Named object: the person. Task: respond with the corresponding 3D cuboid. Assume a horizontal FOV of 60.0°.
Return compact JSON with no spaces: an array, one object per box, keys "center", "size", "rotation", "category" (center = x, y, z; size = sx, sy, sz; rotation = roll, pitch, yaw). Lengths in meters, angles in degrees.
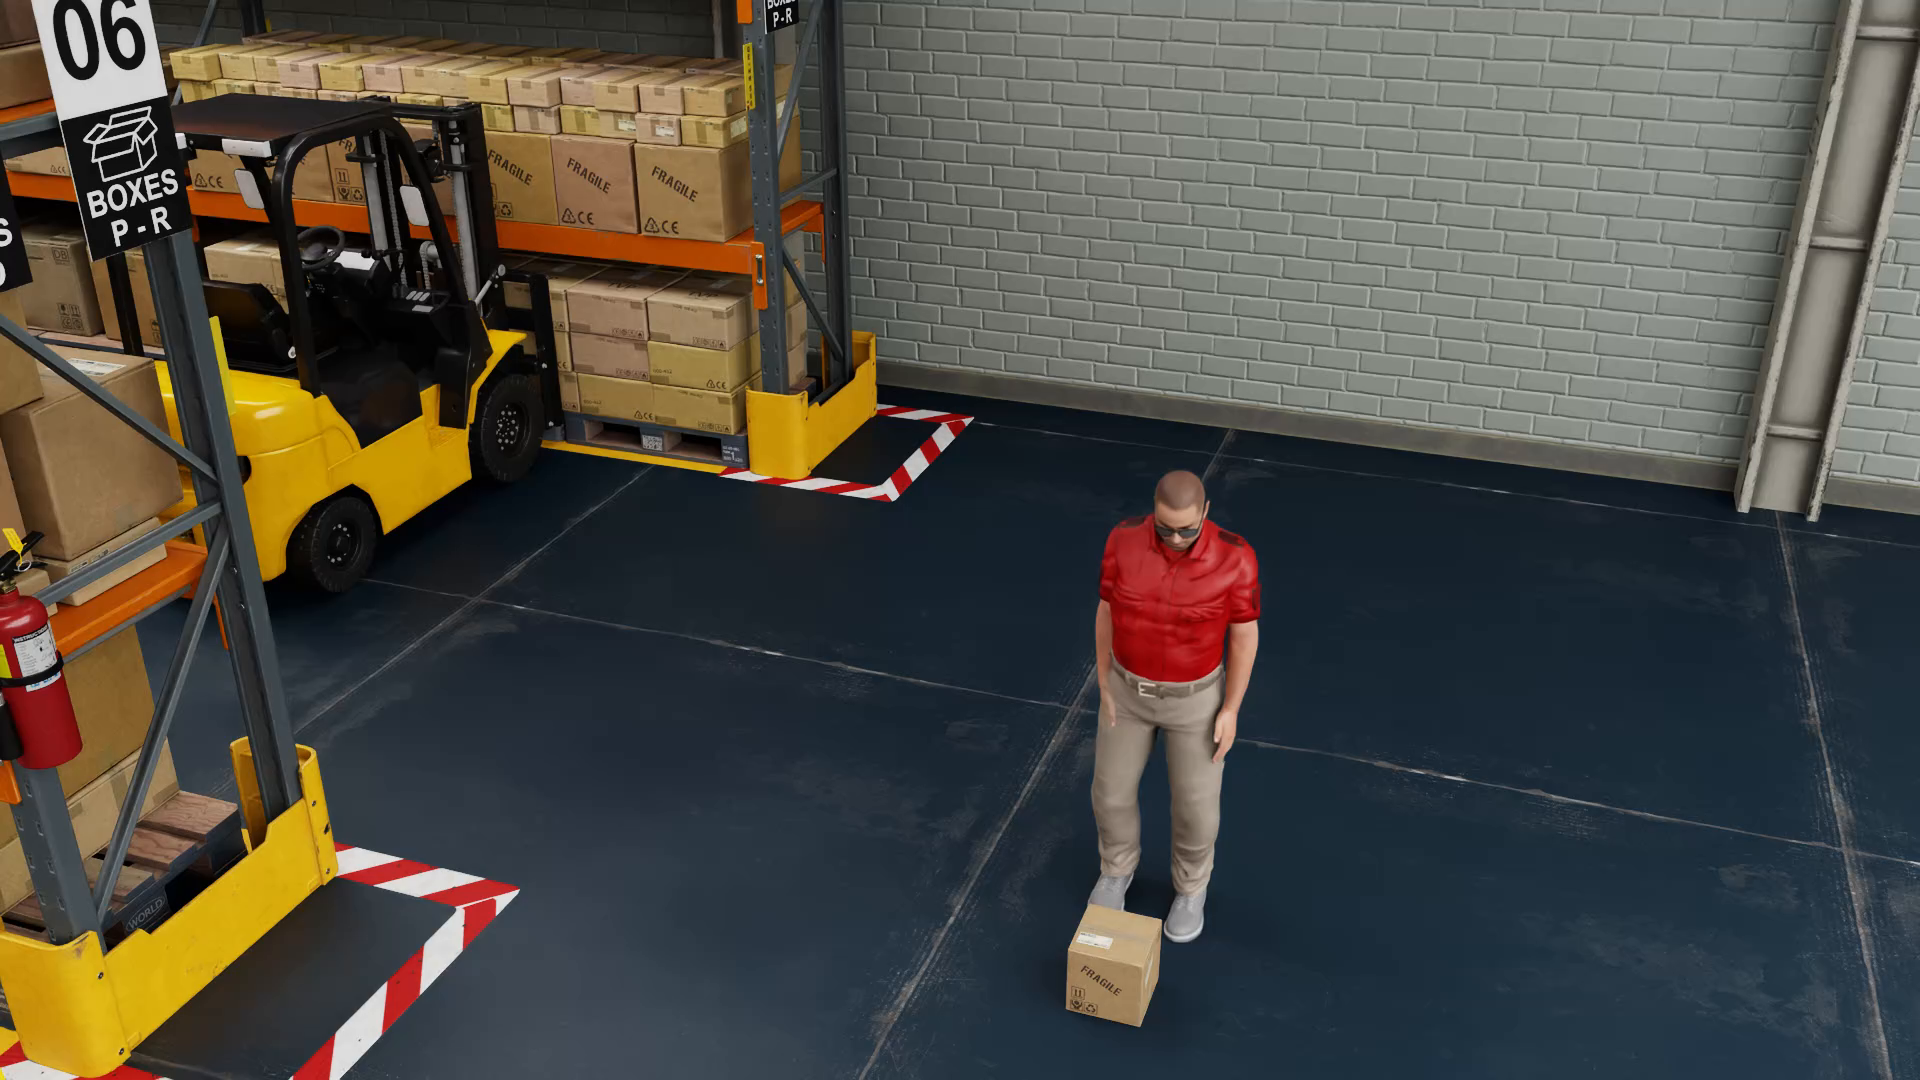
[{"center":[0.703,0.538,5.553],"size":[0.547,1.698,0.382],"rotation":[9,27,19],"category":"person"}]
